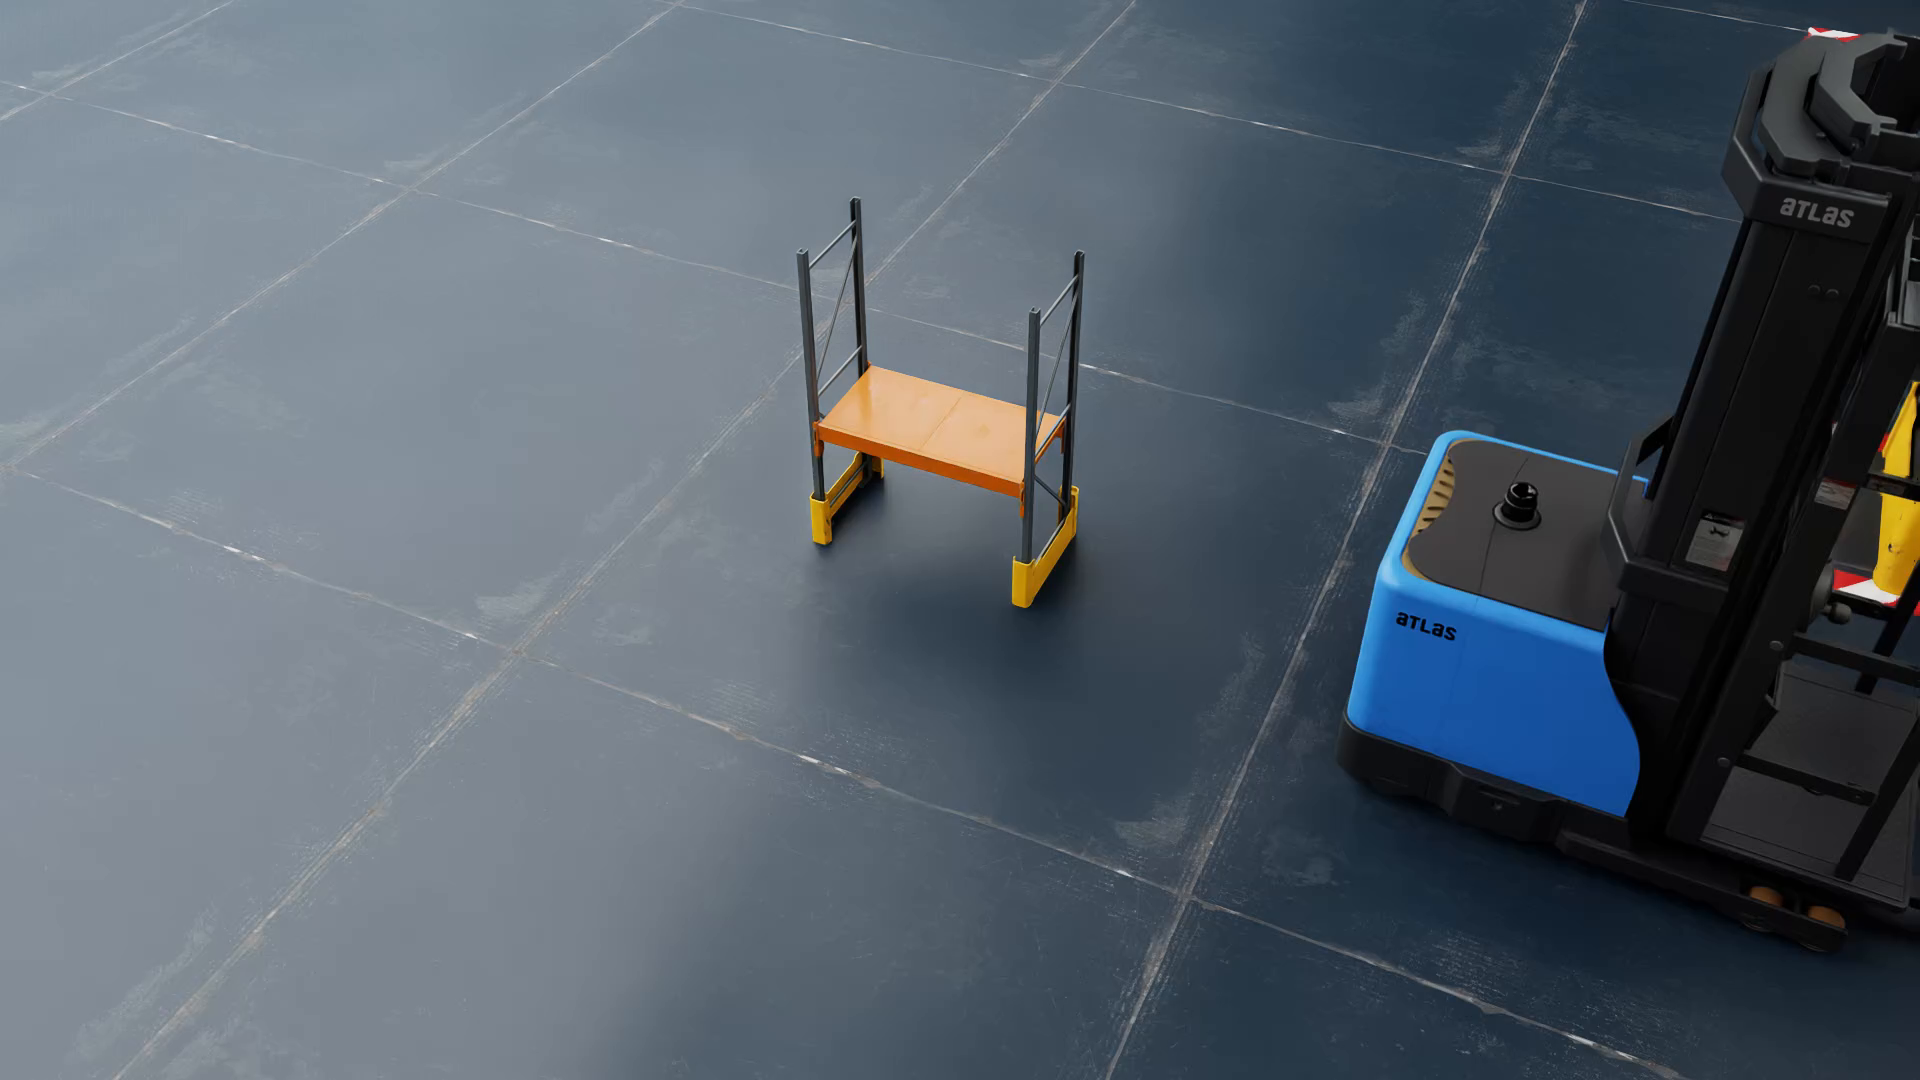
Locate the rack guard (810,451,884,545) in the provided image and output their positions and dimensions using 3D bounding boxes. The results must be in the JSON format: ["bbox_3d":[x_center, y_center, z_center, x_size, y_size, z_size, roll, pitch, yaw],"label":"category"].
[{"bbox_3d":[-0.520,-0.253,7.736,0.087,0.250,0.587,17,44,19],"label":"rack guard"}]

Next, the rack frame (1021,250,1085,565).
[{"bbox_3d":[0.383,-0.450,7.008,0.032,1.500,0.500,17,44,19],"label":"rack frame"}]

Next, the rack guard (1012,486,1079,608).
[{"bbox_3d":[0.382,0.022,7.417,0.087,0.250,0.587,17,44,19],"label":"rack guard"}]

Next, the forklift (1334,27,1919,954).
[{"bbox_3d":[3.027,-0.040,5.442,3.031,2.935,1.130,18,44,19],"label":"forklift"}]

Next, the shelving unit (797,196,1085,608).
[{"bbox_3d":[-0.069,-0.588,7.167,1.083,1.500,0.587,17,44,19],"label":"shelving unit"}]

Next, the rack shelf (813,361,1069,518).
[{"bbox_3d":[-0.077,-0.454,7.288,1.000,0.185,0.538,17,44,19],"label":"rack shelf"}]

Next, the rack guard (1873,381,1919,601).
[{"bbox_3d":[4.456,-0.273,7.567,0.348,0.500,1.175,17,44,19],"label":"rack guard"}]

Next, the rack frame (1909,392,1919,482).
[{"bbox_3d":[4.387,-1.238,6.773,0.127,3.000,1.000,17,44,19],"label":"rack frame"}]

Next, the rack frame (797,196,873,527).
[{"bbox_3d":[-0.538,-0.731,7.332,0.032,1.500,0.500,17,44,19],"label":"rack frame"}]
